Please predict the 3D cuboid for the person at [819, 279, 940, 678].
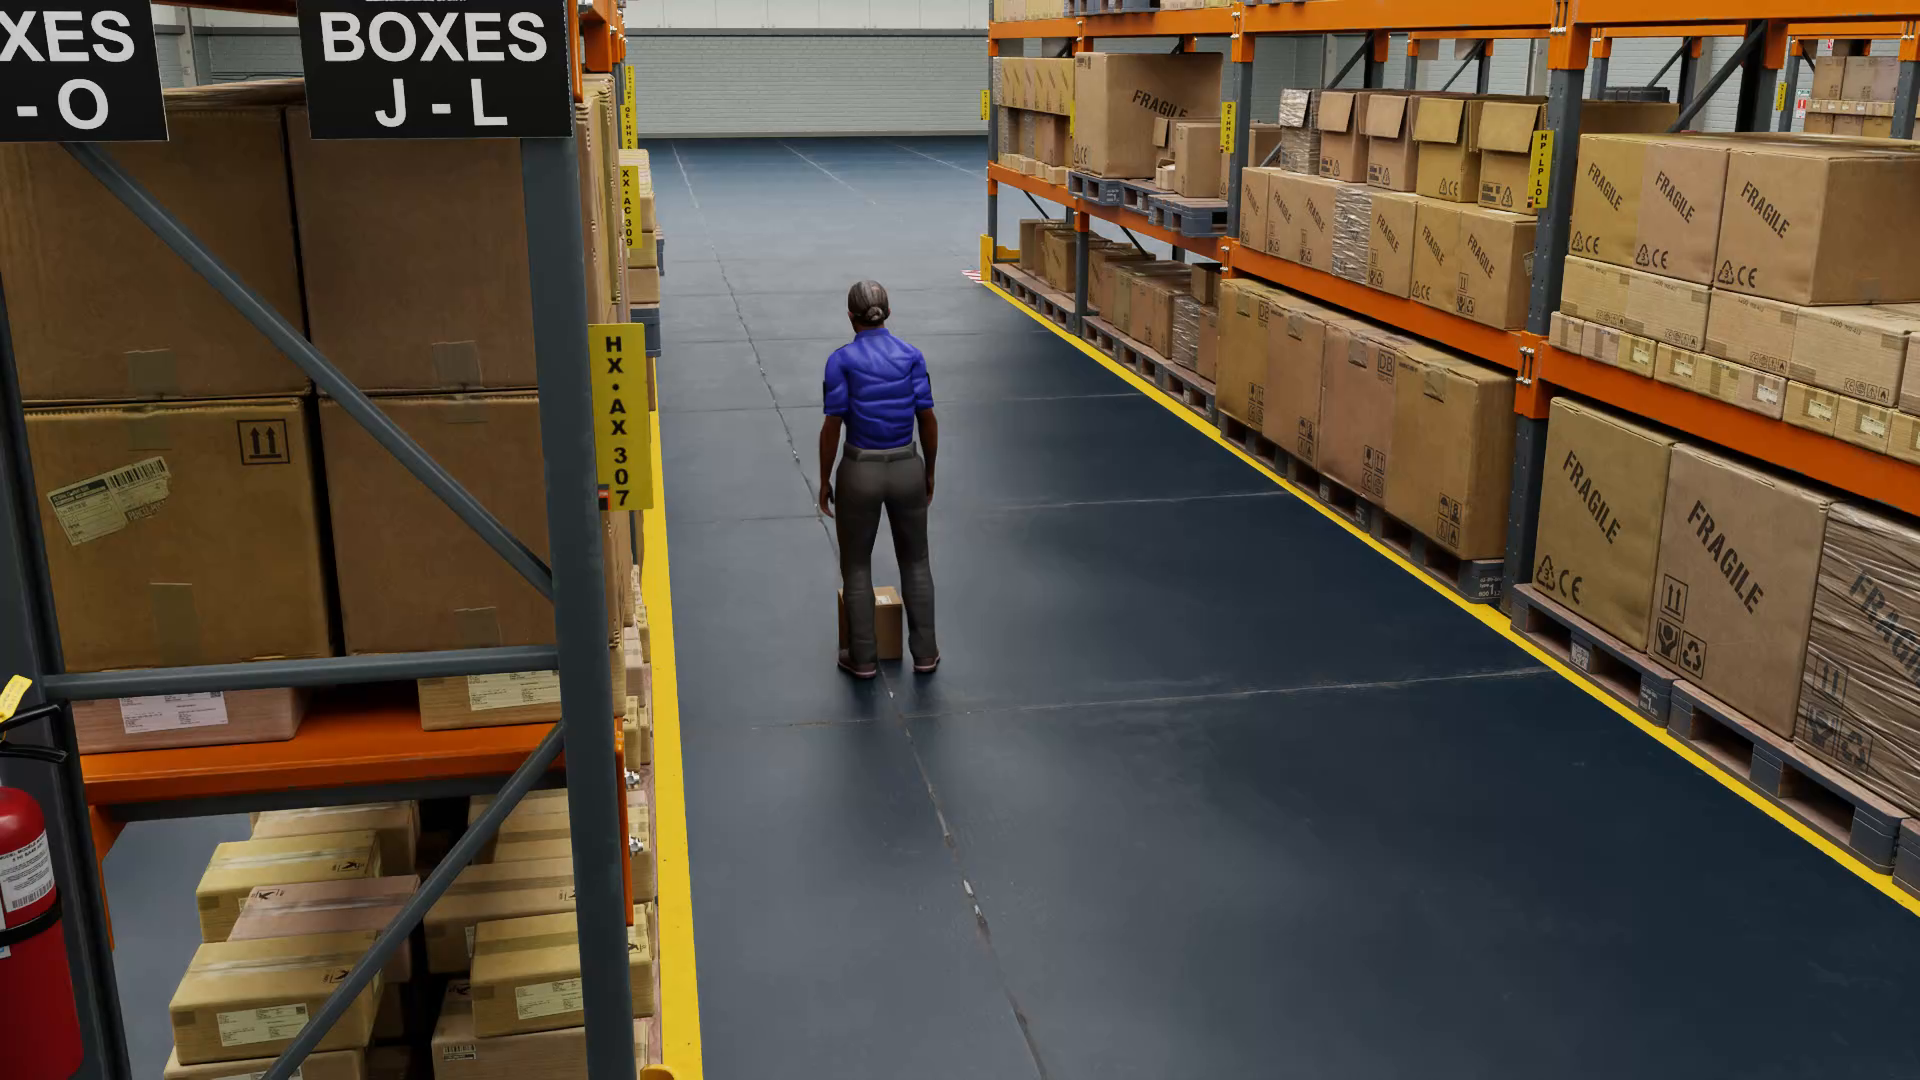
[{"bbox_3d":[-0.322,-0.244,6.871,0.533,1.655,0.347,-5,17,-16],"label":"person"}]
